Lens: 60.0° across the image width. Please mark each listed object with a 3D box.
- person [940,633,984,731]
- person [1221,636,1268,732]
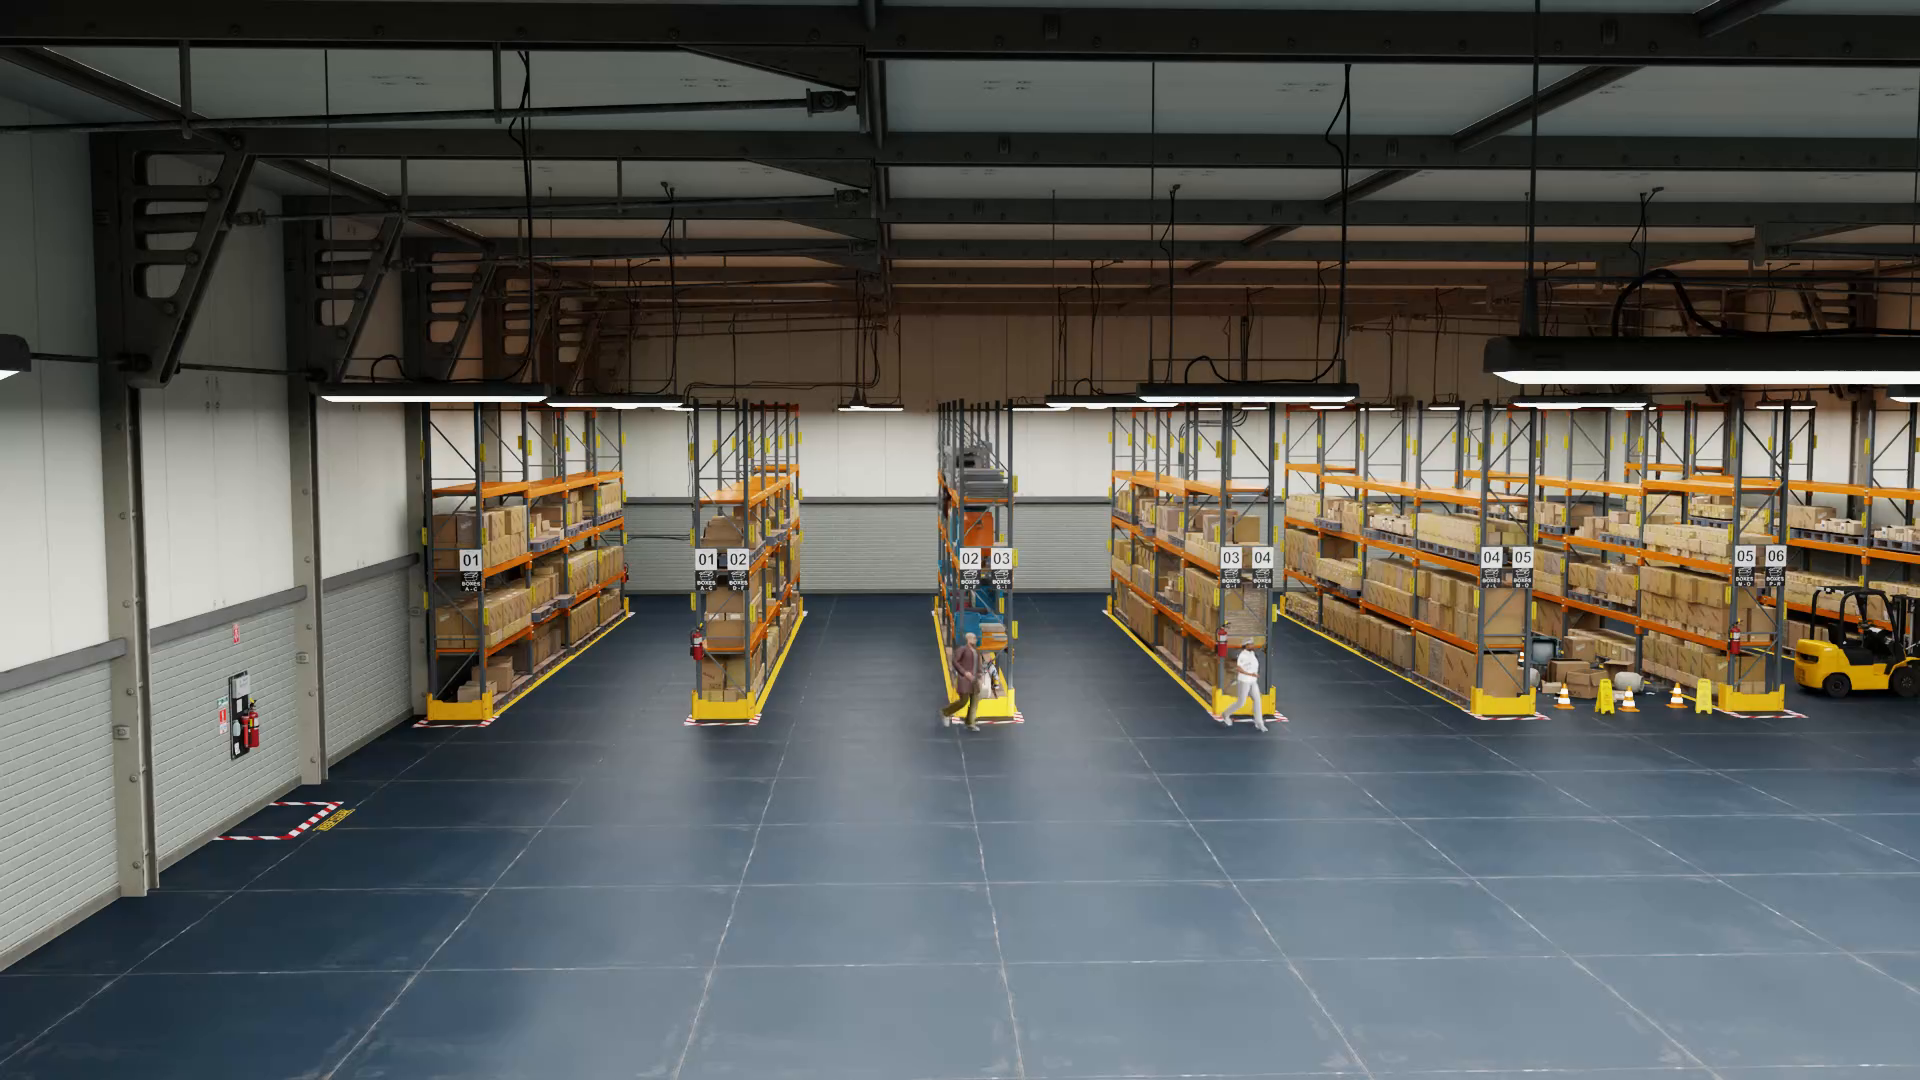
[{"bbox_3d":[0.139,2.553,30.258,0.862,1.740,0.770,3,5,35],"label":"person"},{"bbox_3d":[5.206,2.583,30.143,0.947,1.698,0.616,4,6,41],"label":"person"}]
